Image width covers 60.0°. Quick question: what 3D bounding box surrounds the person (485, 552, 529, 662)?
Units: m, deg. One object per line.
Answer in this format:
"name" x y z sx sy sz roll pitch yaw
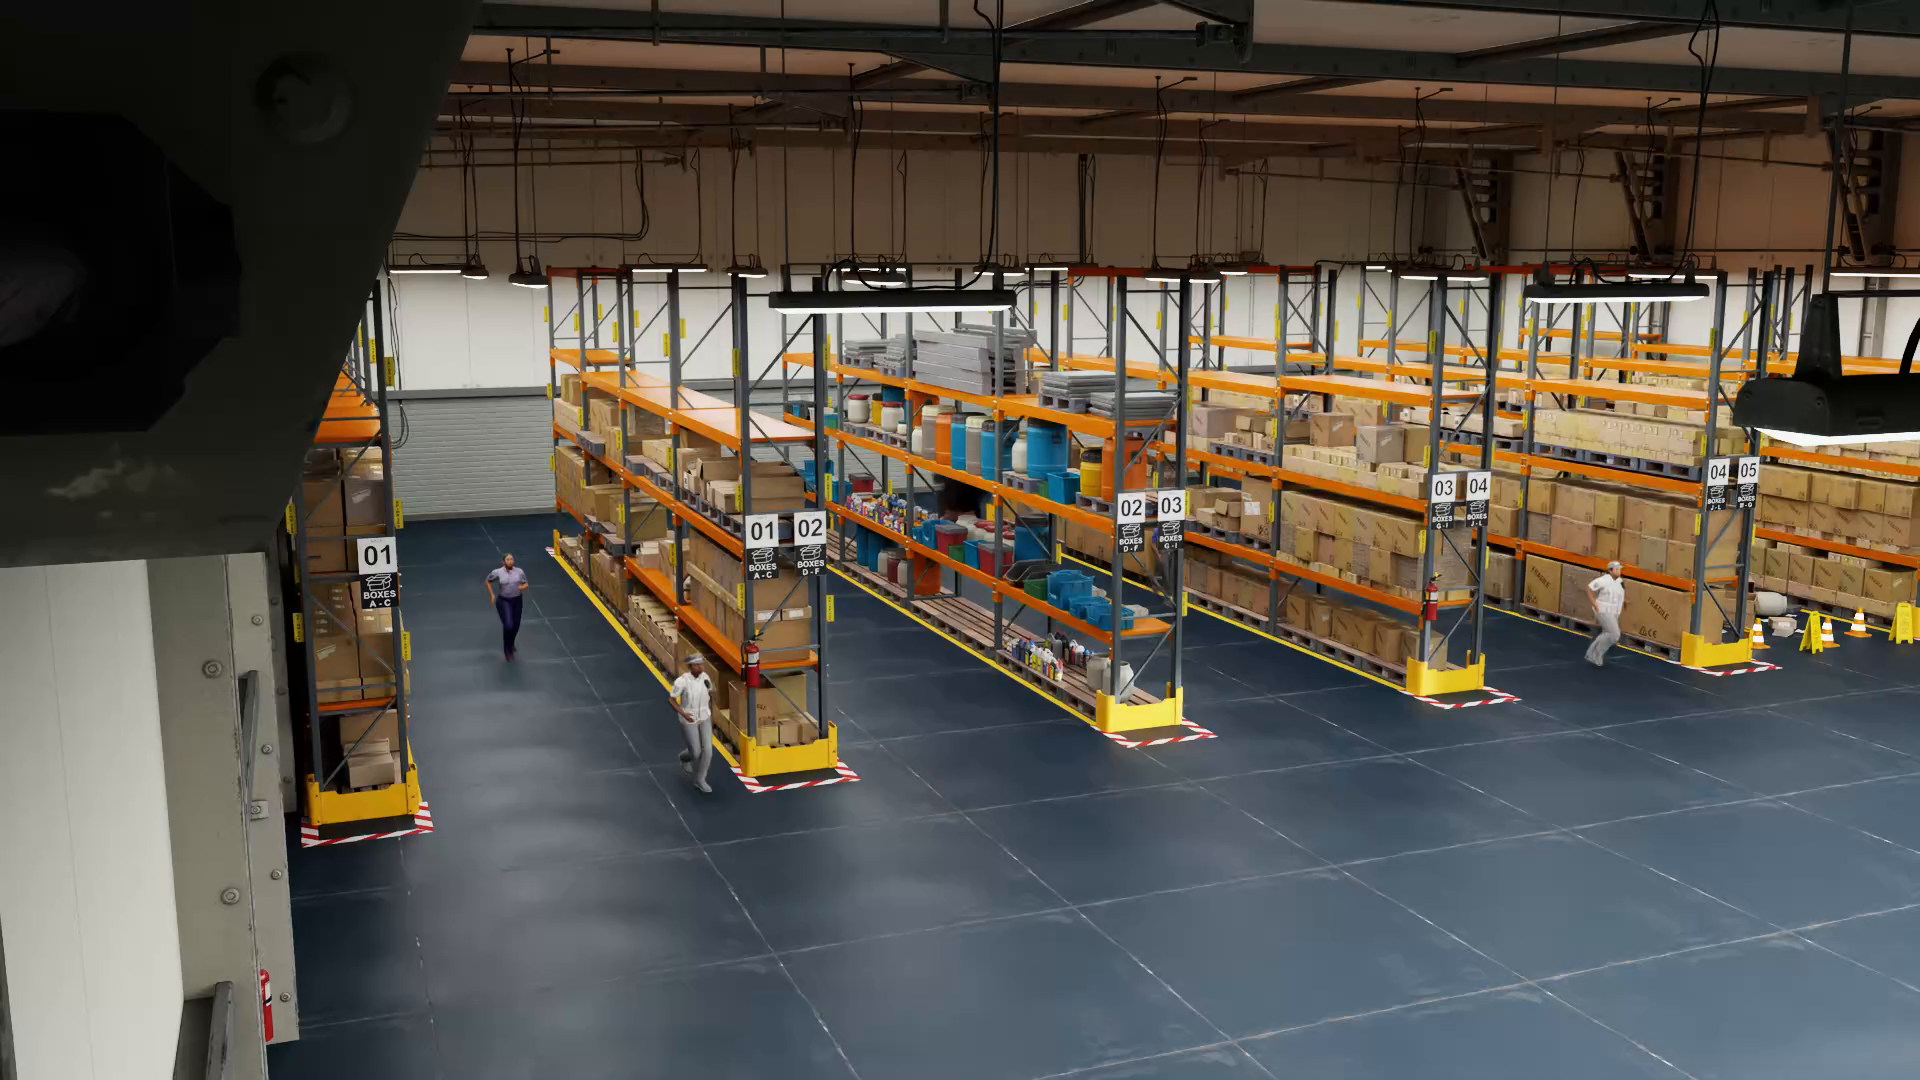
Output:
"person" -7.041 1.028 26.001 0.577 1.690 0.746 -8 12 -37

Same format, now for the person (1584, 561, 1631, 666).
"person" 9.927 1.119 25.473 0.597 1.626 0.667 -7 12 -35

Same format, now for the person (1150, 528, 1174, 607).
"person" 3.541 0.313 28.580 0.582 1.631 0.577 -4 11 -24

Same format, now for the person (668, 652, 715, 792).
"person" -3.159 2.130 19.740 0.614 1.677 0.598 -7 12 -35
